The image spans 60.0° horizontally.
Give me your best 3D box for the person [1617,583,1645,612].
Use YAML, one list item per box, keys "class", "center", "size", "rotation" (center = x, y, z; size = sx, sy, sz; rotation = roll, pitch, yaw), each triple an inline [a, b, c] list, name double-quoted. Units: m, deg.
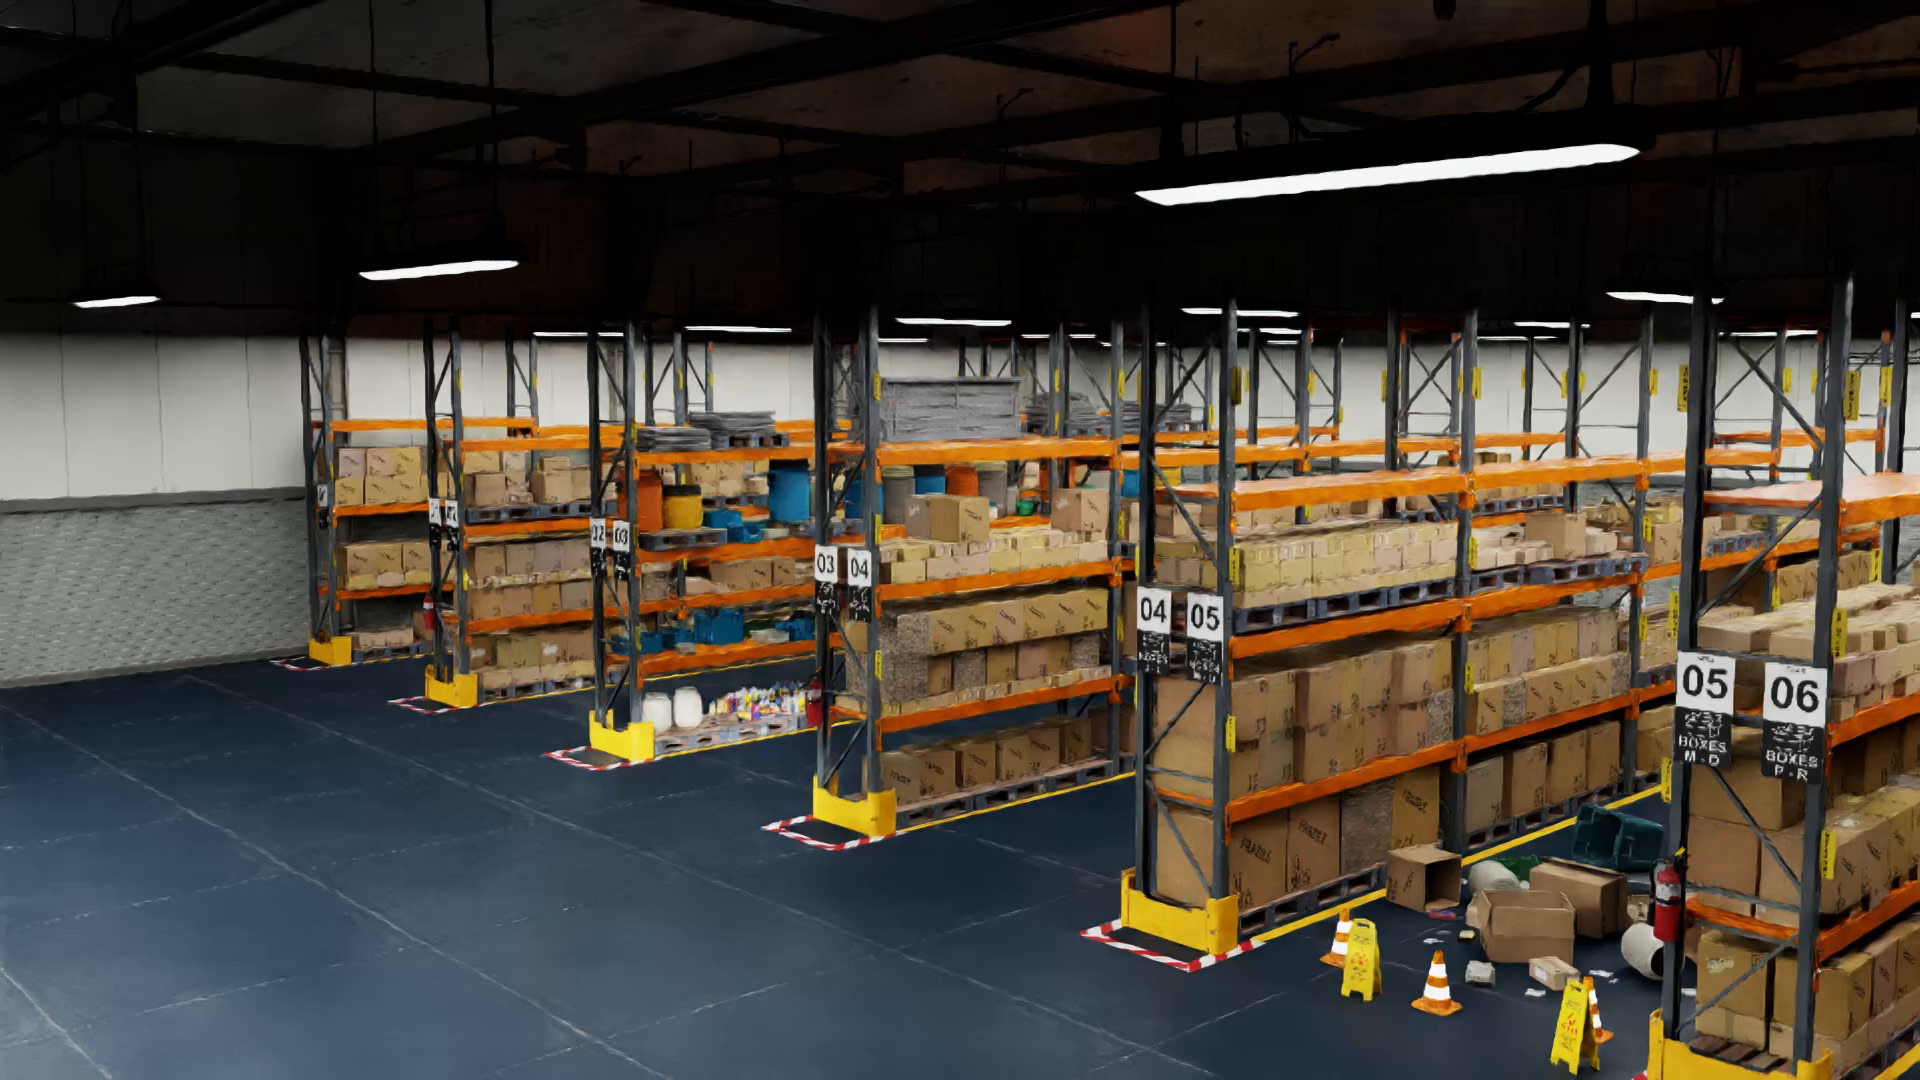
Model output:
- class: "person"
  center: [11.417, 1.473, 28.285]
  size: [0.625, 1.654, 0.558]
  rotation: [-3, 7, -27]
